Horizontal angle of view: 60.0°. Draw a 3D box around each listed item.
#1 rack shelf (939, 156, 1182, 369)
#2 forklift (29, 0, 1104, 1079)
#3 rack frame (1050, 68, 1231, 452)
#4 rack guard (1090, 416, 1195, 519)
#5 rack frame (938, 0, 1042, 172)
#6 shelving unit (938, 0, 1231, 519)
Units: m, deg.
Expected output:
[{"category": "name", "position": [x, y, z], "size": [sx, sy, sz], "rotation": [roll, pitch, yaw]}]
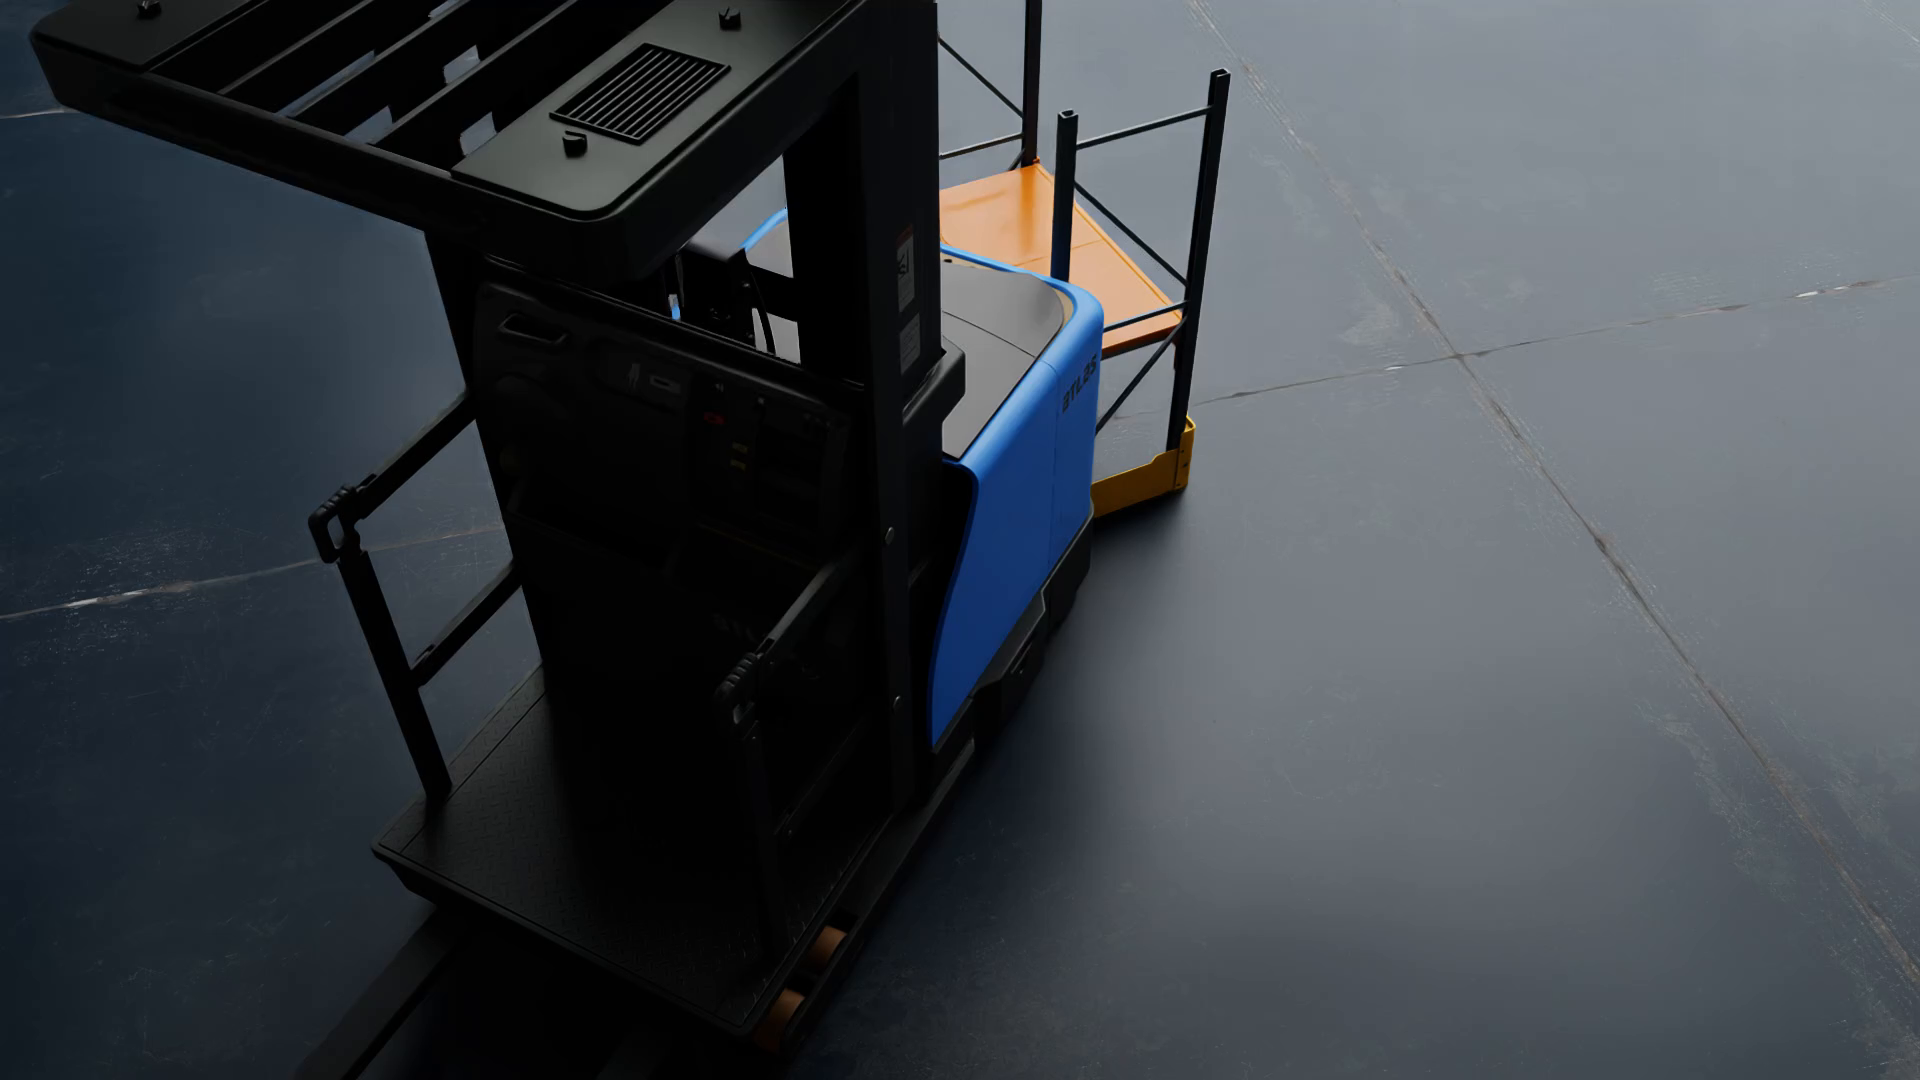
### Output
[{"category": "rack shelf", "position": [0.252, -0.826, 5.261], "size": [0.538, 0.185, 1.000], "rotation": [-19, 49, -18]}, {"category": "forklift", "position": [-0.735, -0.155, 3.350], "size": [1.130, 2.935, 3.031], "rotation": [21, 49, 19]}, {"category": "rack frame", "position": [0.478, -0.627, 4.814], "size": [0.500, 1.500, 0.032], "rotation": [-19, 49, -18]}, {"category": "rack guard", "position": [0.470, -0.202, 5.273], "size": [0.587, 0.250, 0.087], "rotation": [-19, 49, -18]}, {"category": "rack frame", "position": [0.027, -1.277, 5.452], "size": [0.500, 1.500, 0.032], "rotation": [-19, 49, -18]}, {"category": "shelving unit", "position": [0.248, -0.958, 5.139], "size": [0.587, 1.500, 1.083], "rotation": [-19, 49, -18]}]
